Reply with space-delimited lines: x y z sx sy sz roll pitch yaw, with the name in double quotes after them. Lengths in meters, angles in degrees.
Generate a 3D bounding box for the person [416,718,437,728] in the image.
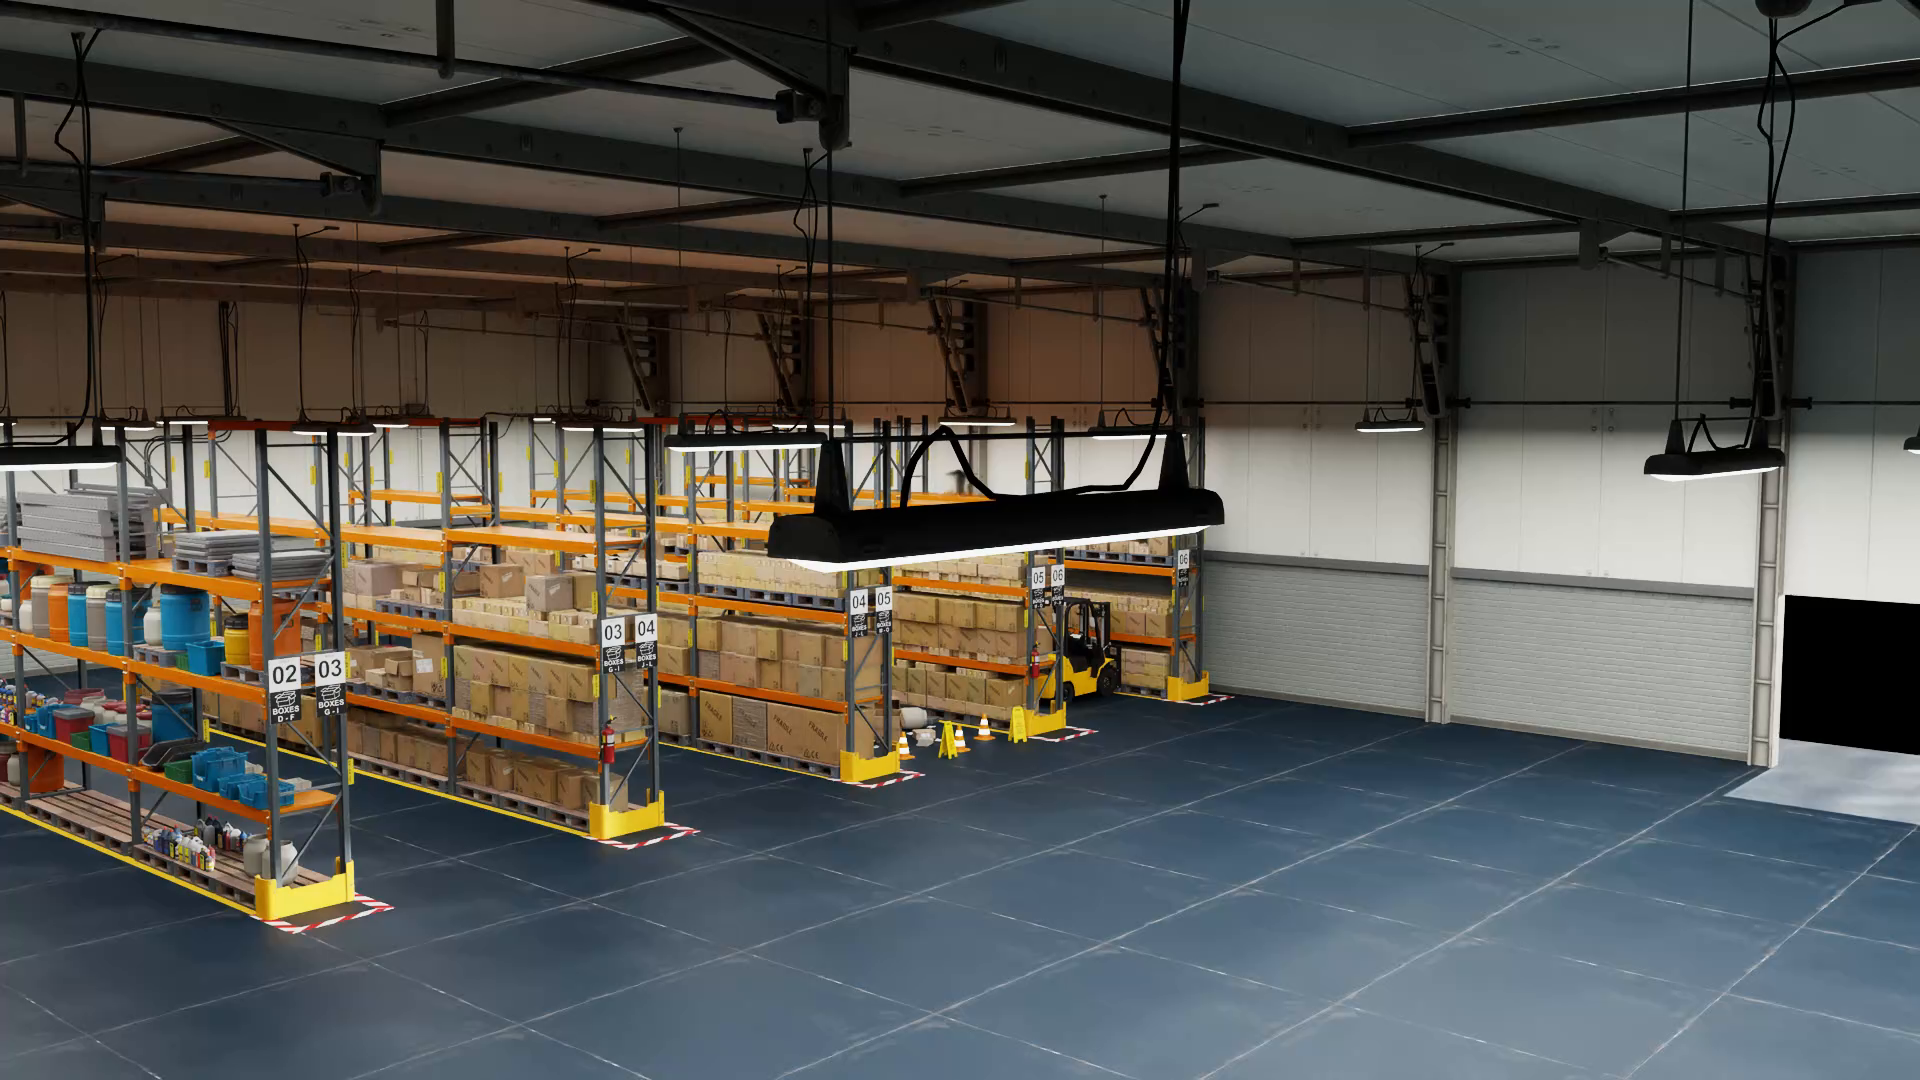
-9.997 2.876 31.357 0.704 1.713 0.670 2 5 25 "person"

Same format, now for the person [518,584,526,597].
-11.938 1.716 45.396 0.657 1.722 0.680 1 5 17 "person"
